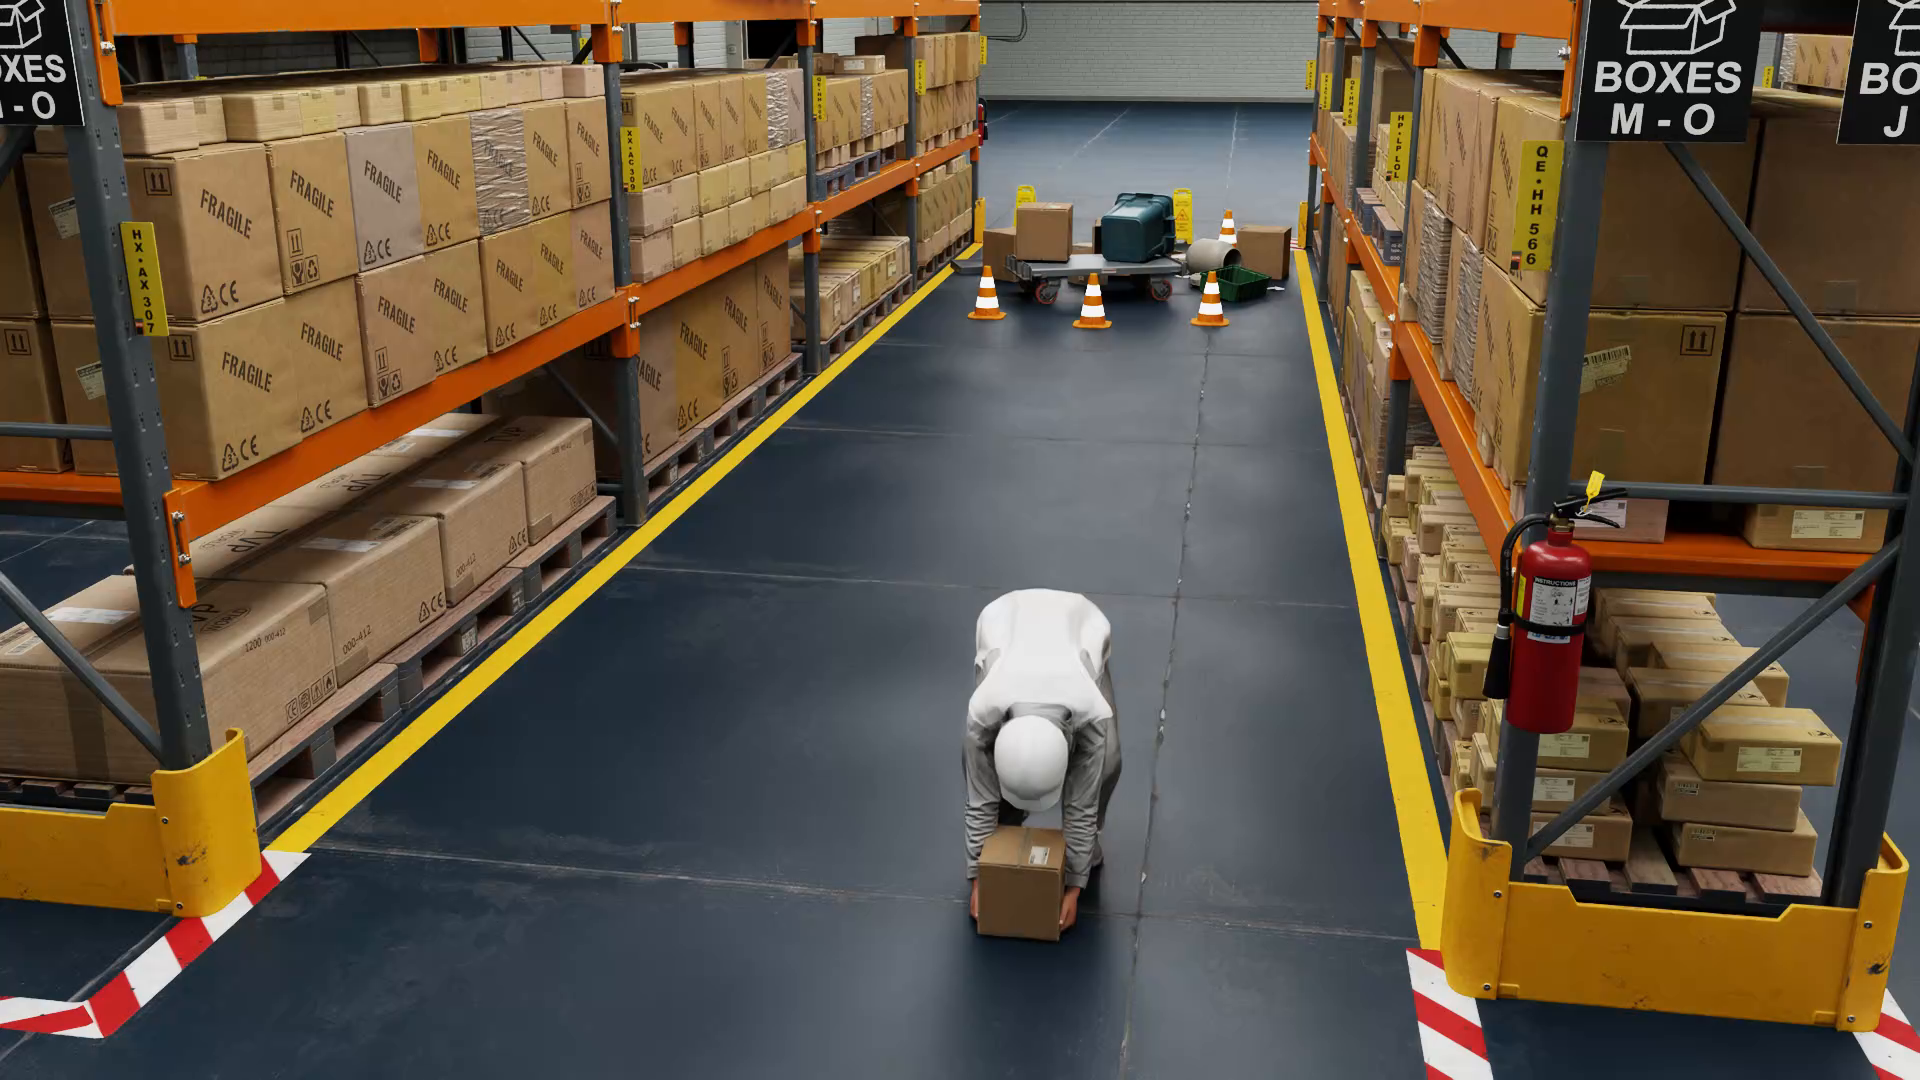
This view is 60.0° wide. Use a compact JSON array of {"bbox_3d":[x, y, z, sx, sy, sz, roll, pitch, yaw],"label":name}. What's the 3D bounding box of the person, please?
[{"bbox_3d":[0.260,0.677,5.325,0.520,0.916,1.001,2,18,6],"label":"person"}]
